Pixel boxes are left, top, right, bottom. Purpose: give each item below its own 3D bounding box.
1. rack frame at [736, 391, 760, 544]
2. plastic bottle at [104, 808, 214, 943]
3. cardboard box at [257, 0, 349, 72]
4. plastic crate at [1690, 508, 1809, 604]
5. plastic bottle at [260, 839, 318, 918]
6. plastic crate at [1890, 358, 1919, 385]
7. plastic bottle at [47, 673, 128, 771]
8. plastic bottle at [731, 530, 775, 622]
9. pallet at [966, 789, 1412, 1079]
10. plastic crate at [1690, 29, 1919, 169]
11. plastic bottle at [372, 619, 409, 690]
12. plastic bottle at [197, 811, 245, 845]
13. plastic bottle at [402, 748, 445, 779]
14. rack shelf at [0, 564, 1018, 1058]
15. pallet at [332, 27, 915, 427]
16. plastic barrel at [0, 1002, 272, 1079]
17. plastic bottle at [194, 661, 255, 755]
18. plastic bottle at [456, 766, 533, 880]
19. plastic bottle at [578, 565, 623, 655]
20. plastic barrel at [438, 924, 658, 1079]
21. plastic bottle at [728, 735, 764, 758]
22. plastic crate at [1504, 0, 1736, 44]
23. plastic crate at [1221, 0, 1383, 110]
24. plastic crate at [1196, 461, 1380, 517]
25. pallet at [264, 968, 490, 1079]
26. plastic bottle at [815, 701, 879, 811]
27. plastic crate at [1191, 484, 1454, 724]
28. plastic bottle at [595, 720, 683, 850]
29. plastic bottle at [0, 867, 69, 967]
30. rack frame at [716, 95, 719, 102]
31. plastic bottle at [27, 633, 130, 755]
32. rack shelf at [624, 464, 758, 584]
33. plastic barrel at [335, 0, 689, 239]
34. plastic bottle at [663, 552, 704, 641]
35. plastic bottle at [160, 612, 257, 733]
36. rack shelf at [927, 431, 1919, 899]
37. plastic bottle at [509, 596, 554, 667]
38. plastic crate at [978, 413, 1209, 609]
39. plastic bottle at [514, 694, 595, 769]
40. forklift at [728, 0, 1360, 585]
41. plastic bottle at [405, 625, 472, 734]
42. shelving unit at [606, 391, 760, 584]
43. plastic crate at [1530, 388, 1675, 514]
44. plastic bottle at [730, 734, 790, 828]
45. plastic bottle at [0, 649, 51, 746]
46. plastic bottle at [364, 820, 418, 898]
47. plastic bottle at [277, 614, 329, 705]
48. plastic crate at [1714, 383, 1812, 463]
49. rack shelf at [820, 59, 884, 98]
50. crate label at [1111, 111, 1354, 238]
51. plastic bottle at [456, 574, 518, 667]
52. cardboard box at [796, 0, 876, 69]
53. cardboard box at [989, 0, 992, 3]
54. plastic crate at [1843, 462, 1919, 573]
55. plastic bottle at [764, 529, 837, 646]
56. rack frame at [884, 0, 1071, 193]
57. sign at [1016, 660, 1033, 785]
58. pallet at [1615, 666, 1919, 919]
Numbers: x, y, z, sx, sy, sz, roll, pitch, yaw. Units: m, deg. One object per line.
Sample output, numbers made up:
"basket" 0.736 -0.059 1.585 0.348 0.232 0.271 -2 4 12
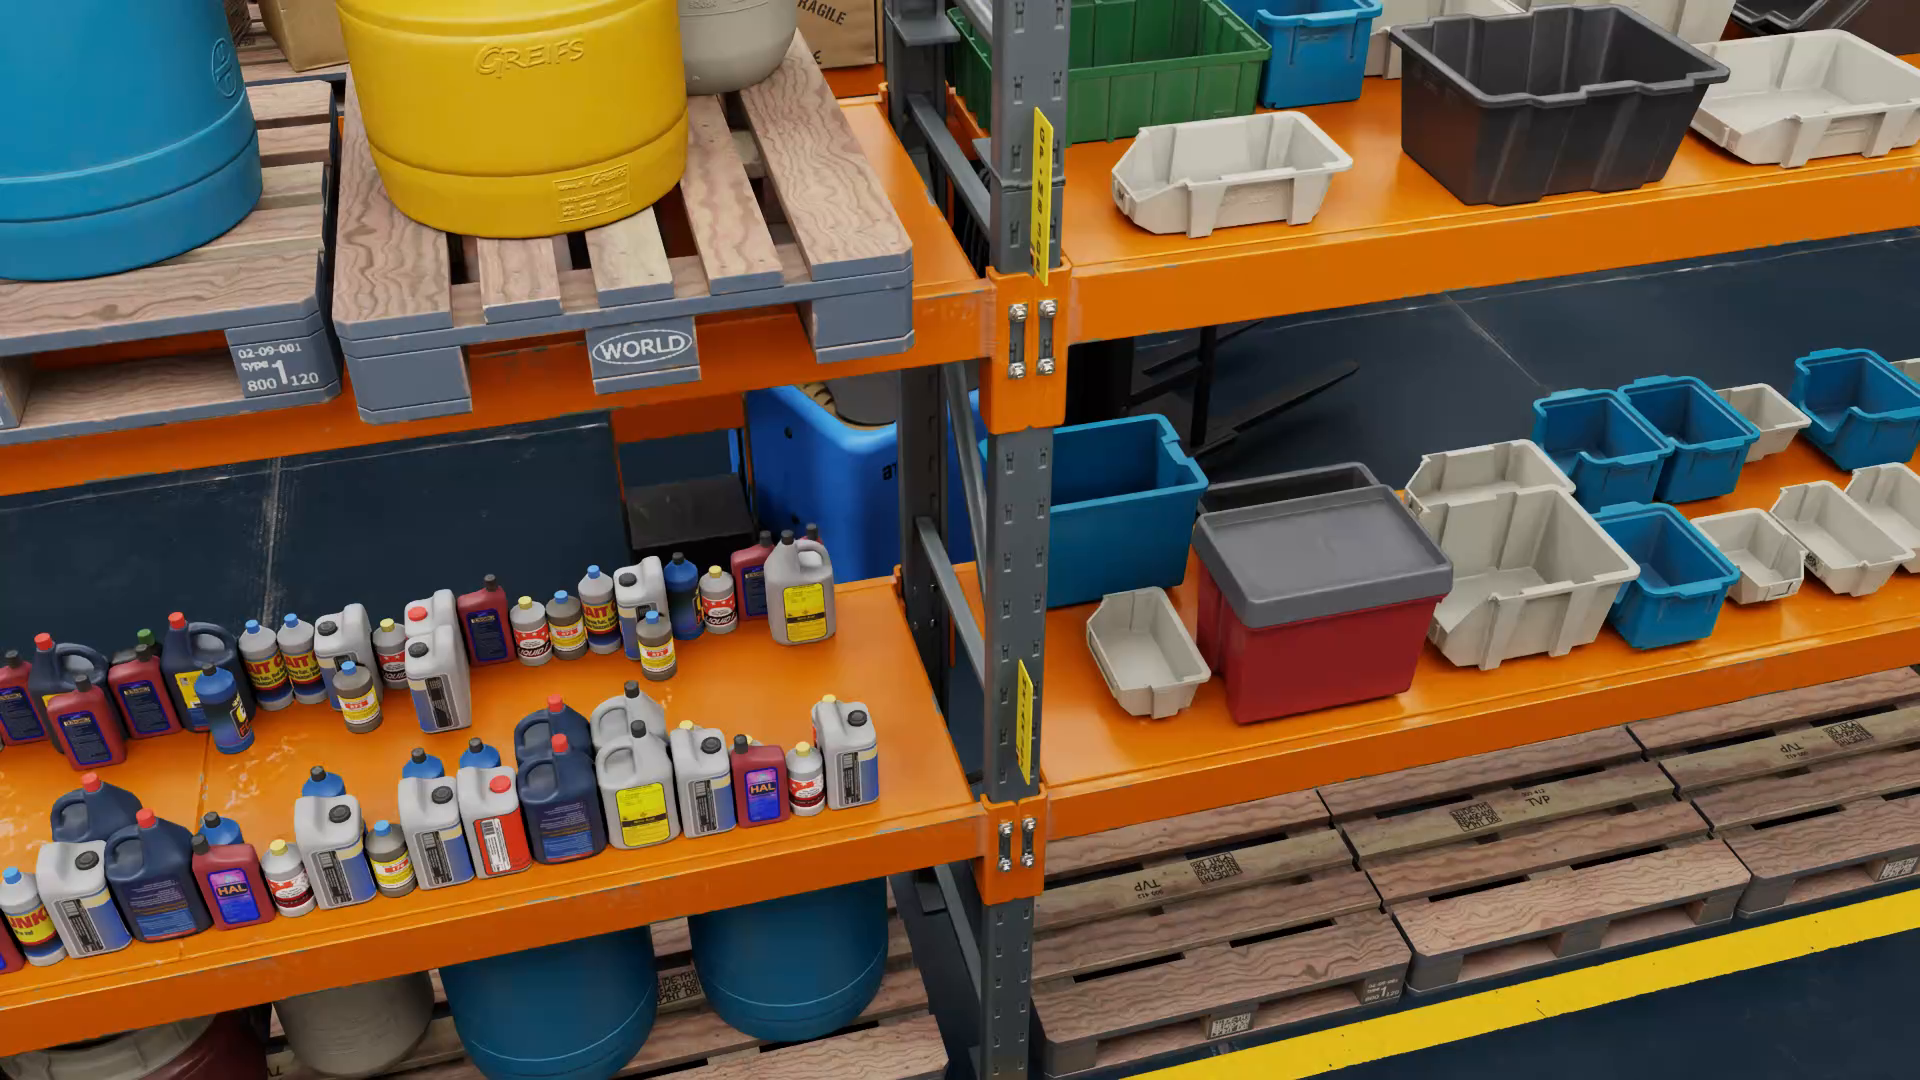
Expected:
"rack frame" -0.826 -0.545 6.234 0.015 2.100 0.400 -9 38 -11
"plastic bottle" -1.853 0.757 3.832 0.185 0.351 0.144 -9 38 -12
"cardboard box" -2.965 -2.571 7.714 0.500 0.500 0.700 -19 41 -23
"plastic crate" 2.307 0.062 4.868 0.250 0.136 0.298 -9 38 -12
"plastic bottle" -1.582 0.786 3.917 0.097 0.201 0.097 0 37 0
"plastic crate" 3.218 -0.479 5.575 0.298 0.136 0.250 -9 38 -12
"plastic bottle" -2.251 0.465 4.269 0.133 0.283 0.061 -9 38 -12
"plastic bottle" -0.582 0.101 4.746 0.133 0.283 0.061 -9 38 -12
"pallet" 0.712 1.194 5.516 1.213 0.211 1.003 -9 38 -12
"plastic crate" 1.944 -1.022 3.866 0.530 0.136 0.437 -9 38 -12
"plastic bottle" -1.547 0.303 4.549 0.097 0.201 0.097 0 37 0
"plastic bottle" -1.727 0.744 3.914 0.097 0.271 0.097 0 37 0
"plastic bottle" -1.304 0.617 4.080 0.097 0.271 0.097 0 37 0
"rack shelf" -1.919 0.828 4.291 4.000 0.370 1.077 -9 38 -12
"pallet" -0.719 -0.710 3.395 1.003 0.211 1.213 -9 38 -12
"plastic barrel" -2.291 1.384 4.612 0.708 0.588 0.600 -9 38 -12
"plastic bottle" -1.921 0.427 4.328 0.097 0.271 0.097 0 37 0
"plastic bottle" -1.124 0.664 4.015 0.135 0.276 0.152 -9 38 -12
"plastic bottle" -1.006 0.187 4.643 0.097 0.271 0.097 0 37 0
"plastic barrel" -1.201 1.080 4.750 0.708 0.901 0.600 -9 38 -12
"plastic bottle" -0.533 0.576 4.192 0.097 0.201 0.097 0 37 0
"plastic crate" 1.654 -1.383 4.217 0.530 0.282 0.437 -9 38 -12
"plastic crate" 0.808 -1.231 4.059 0.300 0.233 0.416 -9 38 -12
"plastic crate" 1.023 -0.024 4.990 0.590 0.125 0.437 -9 38 -12
"pallet" -1.924 1.626 4.951 1.213 0.211 1.003 -9 38 -12
"plastic bottle" -0.284 0.527 4.195 0.135 0.276 0.152 -9 38 -12
"plastic crate" 0.940 0.182 4.442 0.583 0.464 0.402 -9 38 -12
"plastic bottle" -0.790 0.582 4.060 0.185 0.351 0.144 -9 38 -12
"plastic bottle" -2.113 0.846 3.781 0.097 0.271 0.097 0 37 0
"rack frame" -1.276 -2.681 8.286 0.127 3.000 1.000 -9 38 -12
"plastic bottle" -2.302 0.382 4.322 0.185 0.351 0.144 -9 38 -12
"rack shelf" -1.063 0.058 6.620 0.480 0.518 0.431 -9 38 -11
"plastic barrel" -0.816 -0.944 3.046 0.600 0.588 0.600 0 37 0
"plastic bottle" -0.782 0.150 4.691 0.097 0.271 0.097 0 37 0
"plastic bottle" -1.995 0.332 4.388 0.185 0.351 0.144 -9 38 -12
"rack shelf" 1.943 0.194 5.119 4.000 0.370 1.077 -9 38 -12
"plastic bottle" -1.194 0.245 4.624 0.097 0.201 0.097 0 37 0
"plastic crate" 0.374 -0.066 4.831 0.575 0.384 0.392 -9 38 -12
"plastic bottle" -1.006 0.527 4.133 0.185 0.351 0.144 -9 38 -12
"forklift" 0.516 -1.431 6.708 3.031 2.935 1.130 -25 44 -29
"plastic bottle" -1.388 0.360 4.412 0.135 0.276 0.152 -9 38 -12
"shelving unit" -1.062 -0.508 6.186 0.503 2.100 0.431 -9 38 -11
"plastic crate" 1.989 -0.264 5.214 0.300 0.233 0.416 -9 38 -12
"plastic bottle" -0.495 0.587 4.110 0.133 0.283 0.061 -9 38 -12
"plastic bottle" -2.467 0.410 4.341 0.133 0.283 0.061 -9 38 -12
"plastic bottle" -1.358 0.750 3.965 0.097 0.201 0.097 0 37 0
"plastic bottle" -1.771 0.312 4.479 0.097 0.271 0.097 0 37 0
"plastic crate" 2.564 -0.372 5.435 0.298 0.136 0.250 -9 38 -12
"rack shelf" 0.655 -2.712 8.918 4.000 0.370 1.077 -9 38 -12
"crate label" 0.560 -0.769 3.535 0.466 0.136 0.293 -9 38 -12
"plastic bottle" -1.310 0.220 4.589 0.133 0.283 0.061 -9 38 -12
"cardboard box" -0.712 -2.641 8.152 0.500 0.500 0.500 -8 38 -11
"cardboard box" 0.265 -2.802 8.362 0.500 0.500 0.500 -10 38 -12
"plastic crate" 2.850 -0.055 5.020 0.243 0.136 0.396 -9 38 -12
"plastic bottle" -0.451 0.117 4.669 0.185 0.351 0.144 -9 38 -12
"rack frame" 0.012 -2.157 2.664 0.127 3.000 1.000 -9 38 -12
"sign" 0.154 0.438 3.980 0.005 0.325 0.100 -9 38 -12
"pallet" 3.068 0.807 6.021 1.213 0.211 1.003 -9 38 -12
